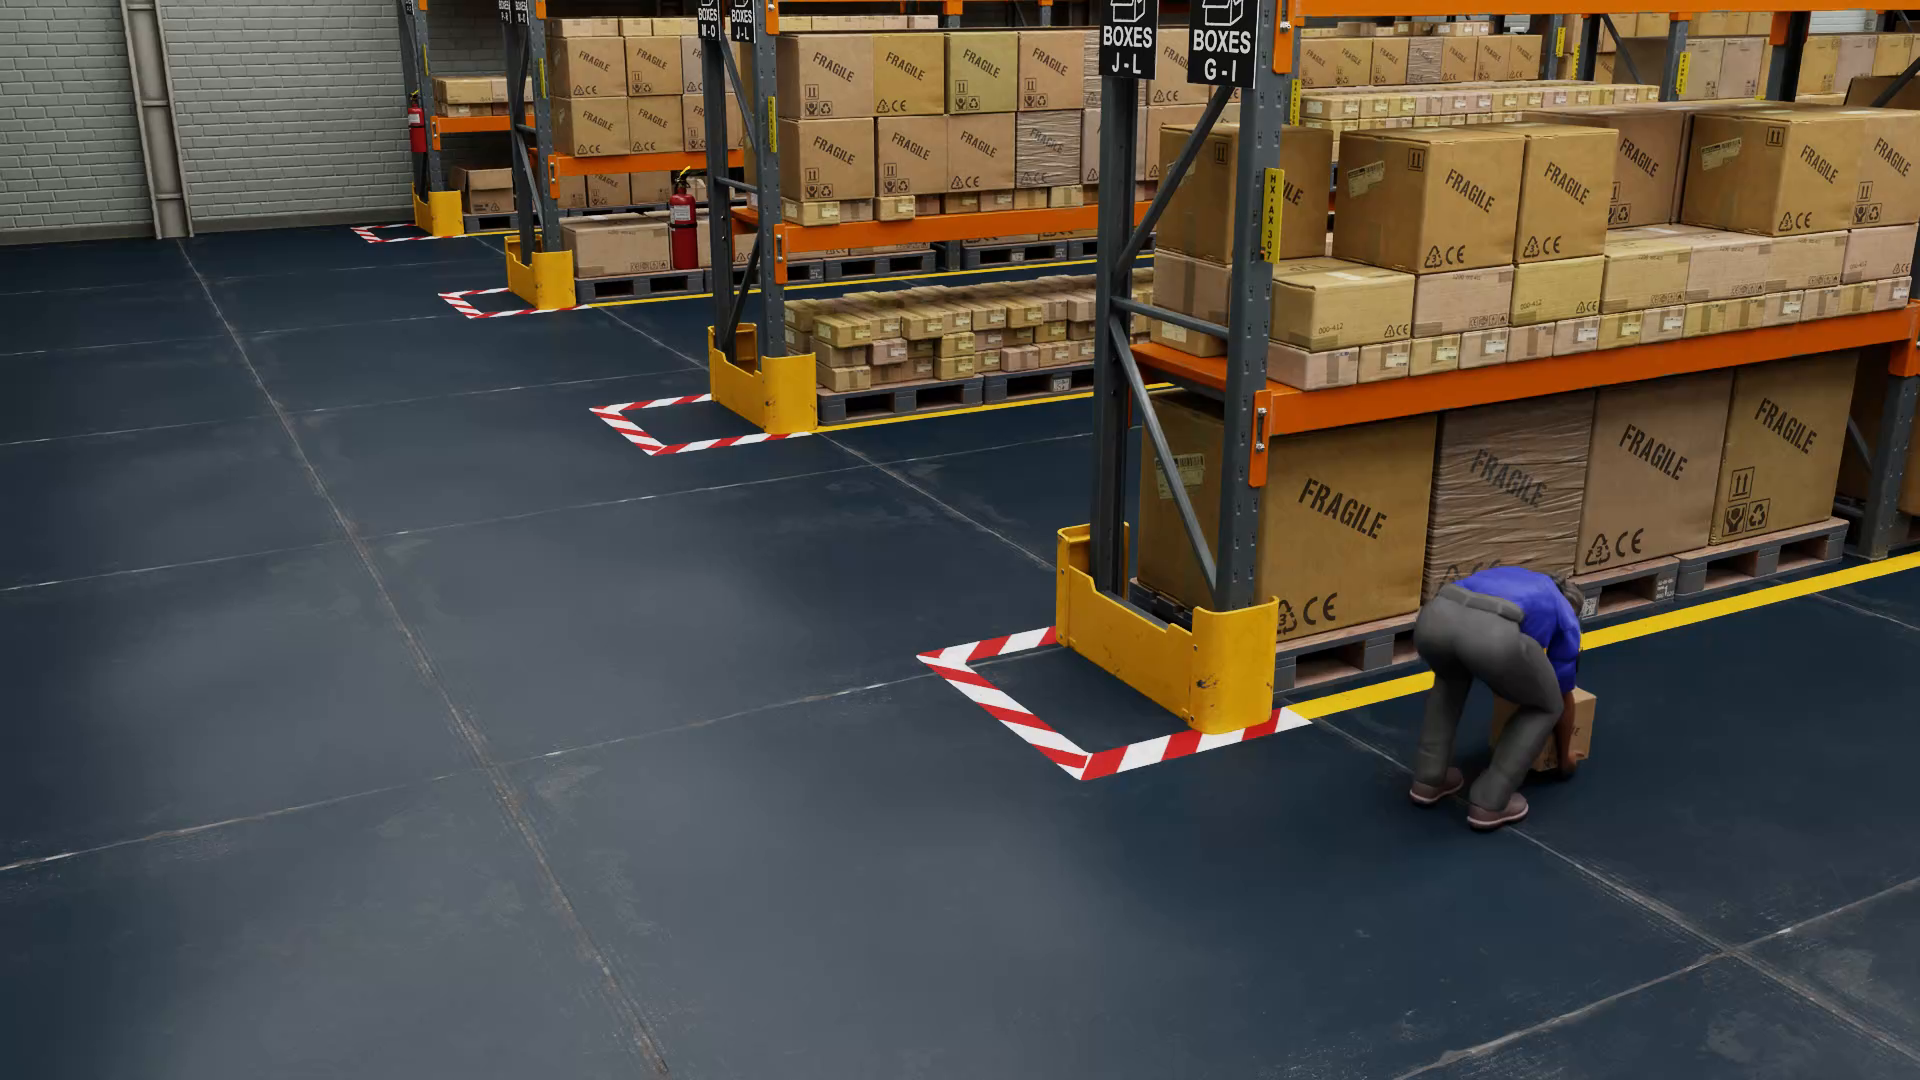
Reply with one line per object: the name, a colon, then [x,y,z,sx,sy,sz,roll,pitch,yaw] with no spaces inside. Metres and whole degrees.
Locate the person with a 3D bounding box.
person: [1.907,0.495,5.845,0.866,0.866,0.464,-18,25,-42]
